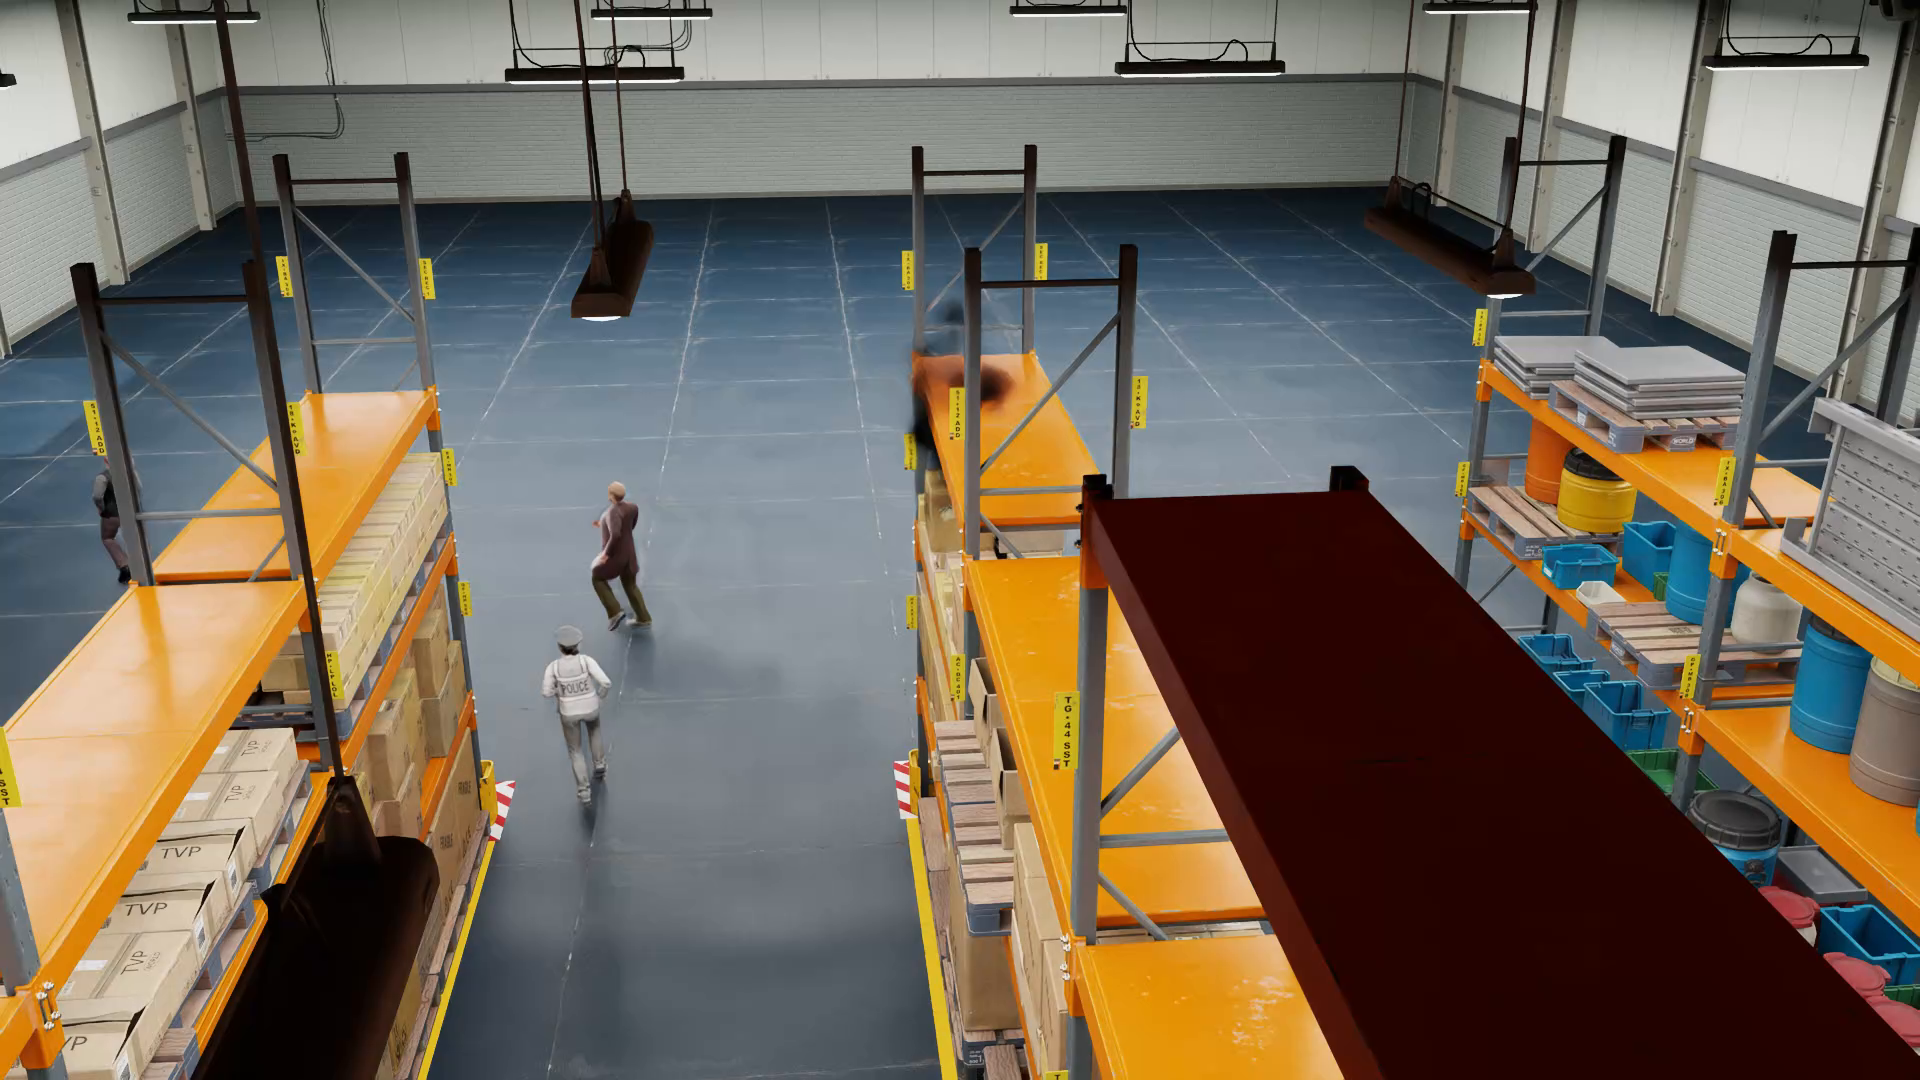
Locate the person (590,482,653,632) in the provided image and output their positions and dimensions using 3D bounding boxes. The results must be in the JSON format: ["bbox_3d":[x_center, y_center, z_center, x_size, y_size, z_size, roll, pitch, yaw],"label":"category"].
[{"bbox_3d":[-3.854,0.201,18.743,0.781,1.807,0.674,13,25,30],"label":"person"}]

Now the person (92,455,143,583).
[{"bbox_3d":[-10.179,-0.301,20.098,0.651,1.721,0.641,19,29,40],"label":"person"}]

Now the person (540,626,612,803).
[{"bbox_3d":[-3.531,1.601,15.330,0.614,1.715,0.846,-8,23,-19],"label":"person"}]
